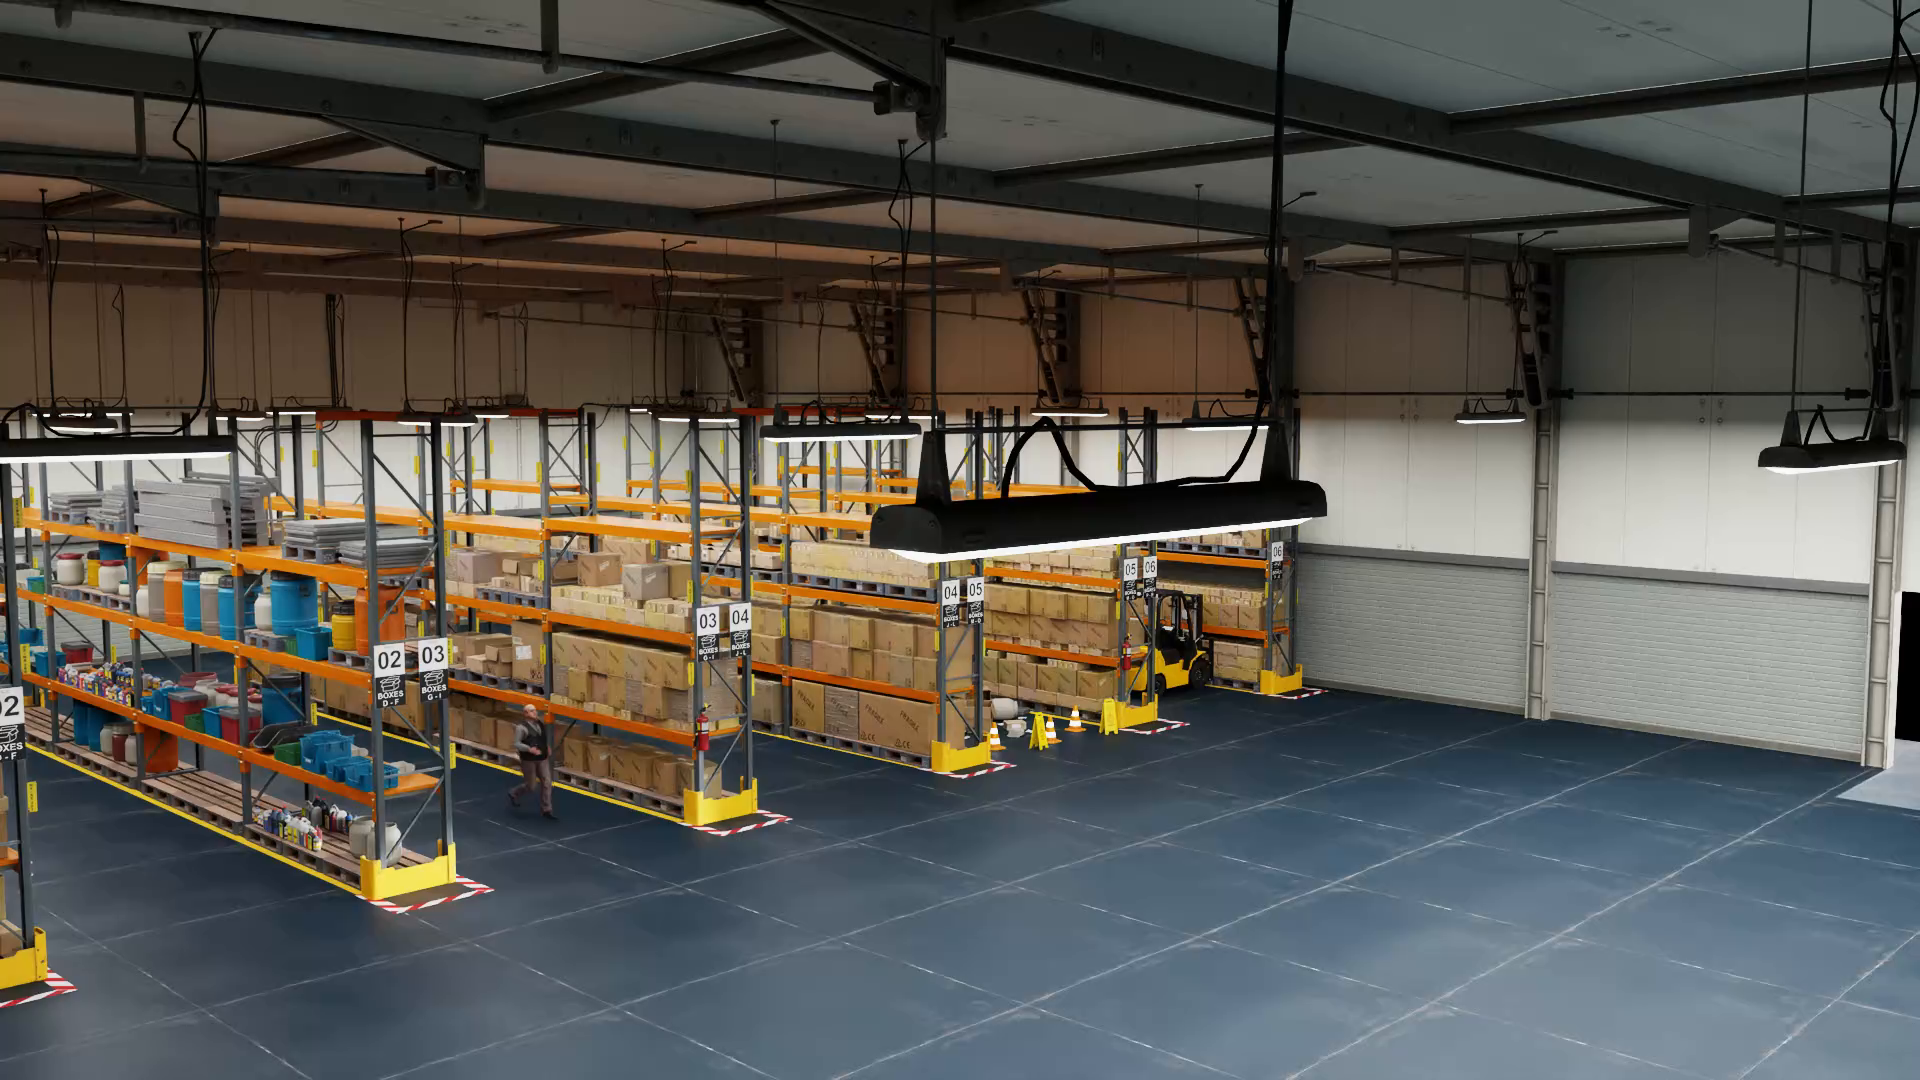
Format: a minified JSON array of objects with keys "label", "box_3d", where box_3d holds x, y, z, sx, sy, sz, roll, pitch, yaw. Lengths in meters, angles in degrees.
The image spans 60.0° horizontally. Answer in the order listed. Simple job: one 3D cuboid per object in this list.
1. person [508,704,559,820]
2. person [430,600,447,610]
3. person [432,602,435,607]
[{"label":"person","box_3d":[-6.355,3.293,24.811,0.945,1.696,0.676,4,6,35]},{"label":"person","box_3d":[-12.436,1.969,39.467,0.724,1.761,0.840,2,6,24]},{"label":"person","box_3d":[-11.680,2.206,37.082,0.613,1.680,0.865,-5,7,-42]}]
